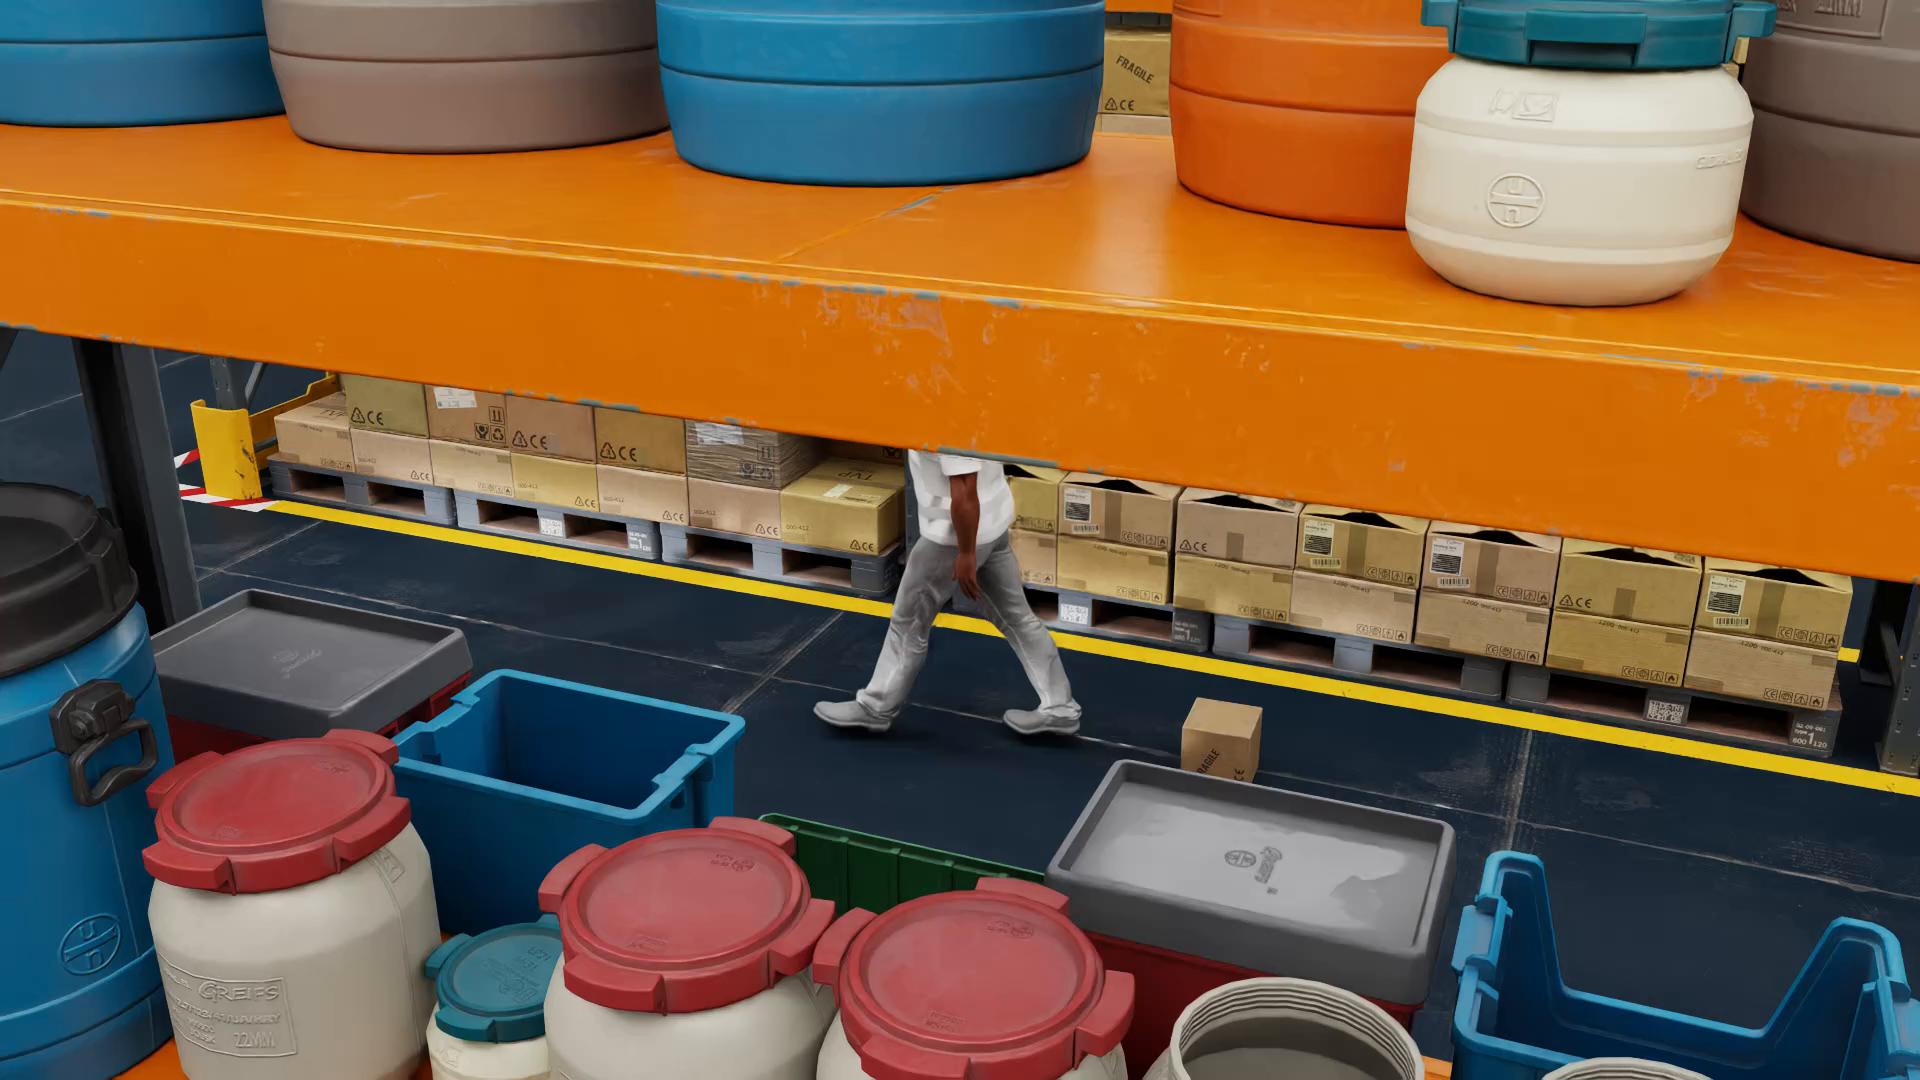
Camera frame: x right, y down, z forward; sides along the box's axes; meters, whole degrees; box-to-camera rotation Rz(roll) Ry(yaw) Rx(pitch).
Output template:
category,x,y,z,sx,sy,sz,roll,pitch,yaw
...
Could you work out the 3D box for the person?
category,x,y,z,sx,sy,sz,roll,pitch,yaw
person,-0.028,-0.067,6.220,1.027,1.712,0.577,8,24,19
